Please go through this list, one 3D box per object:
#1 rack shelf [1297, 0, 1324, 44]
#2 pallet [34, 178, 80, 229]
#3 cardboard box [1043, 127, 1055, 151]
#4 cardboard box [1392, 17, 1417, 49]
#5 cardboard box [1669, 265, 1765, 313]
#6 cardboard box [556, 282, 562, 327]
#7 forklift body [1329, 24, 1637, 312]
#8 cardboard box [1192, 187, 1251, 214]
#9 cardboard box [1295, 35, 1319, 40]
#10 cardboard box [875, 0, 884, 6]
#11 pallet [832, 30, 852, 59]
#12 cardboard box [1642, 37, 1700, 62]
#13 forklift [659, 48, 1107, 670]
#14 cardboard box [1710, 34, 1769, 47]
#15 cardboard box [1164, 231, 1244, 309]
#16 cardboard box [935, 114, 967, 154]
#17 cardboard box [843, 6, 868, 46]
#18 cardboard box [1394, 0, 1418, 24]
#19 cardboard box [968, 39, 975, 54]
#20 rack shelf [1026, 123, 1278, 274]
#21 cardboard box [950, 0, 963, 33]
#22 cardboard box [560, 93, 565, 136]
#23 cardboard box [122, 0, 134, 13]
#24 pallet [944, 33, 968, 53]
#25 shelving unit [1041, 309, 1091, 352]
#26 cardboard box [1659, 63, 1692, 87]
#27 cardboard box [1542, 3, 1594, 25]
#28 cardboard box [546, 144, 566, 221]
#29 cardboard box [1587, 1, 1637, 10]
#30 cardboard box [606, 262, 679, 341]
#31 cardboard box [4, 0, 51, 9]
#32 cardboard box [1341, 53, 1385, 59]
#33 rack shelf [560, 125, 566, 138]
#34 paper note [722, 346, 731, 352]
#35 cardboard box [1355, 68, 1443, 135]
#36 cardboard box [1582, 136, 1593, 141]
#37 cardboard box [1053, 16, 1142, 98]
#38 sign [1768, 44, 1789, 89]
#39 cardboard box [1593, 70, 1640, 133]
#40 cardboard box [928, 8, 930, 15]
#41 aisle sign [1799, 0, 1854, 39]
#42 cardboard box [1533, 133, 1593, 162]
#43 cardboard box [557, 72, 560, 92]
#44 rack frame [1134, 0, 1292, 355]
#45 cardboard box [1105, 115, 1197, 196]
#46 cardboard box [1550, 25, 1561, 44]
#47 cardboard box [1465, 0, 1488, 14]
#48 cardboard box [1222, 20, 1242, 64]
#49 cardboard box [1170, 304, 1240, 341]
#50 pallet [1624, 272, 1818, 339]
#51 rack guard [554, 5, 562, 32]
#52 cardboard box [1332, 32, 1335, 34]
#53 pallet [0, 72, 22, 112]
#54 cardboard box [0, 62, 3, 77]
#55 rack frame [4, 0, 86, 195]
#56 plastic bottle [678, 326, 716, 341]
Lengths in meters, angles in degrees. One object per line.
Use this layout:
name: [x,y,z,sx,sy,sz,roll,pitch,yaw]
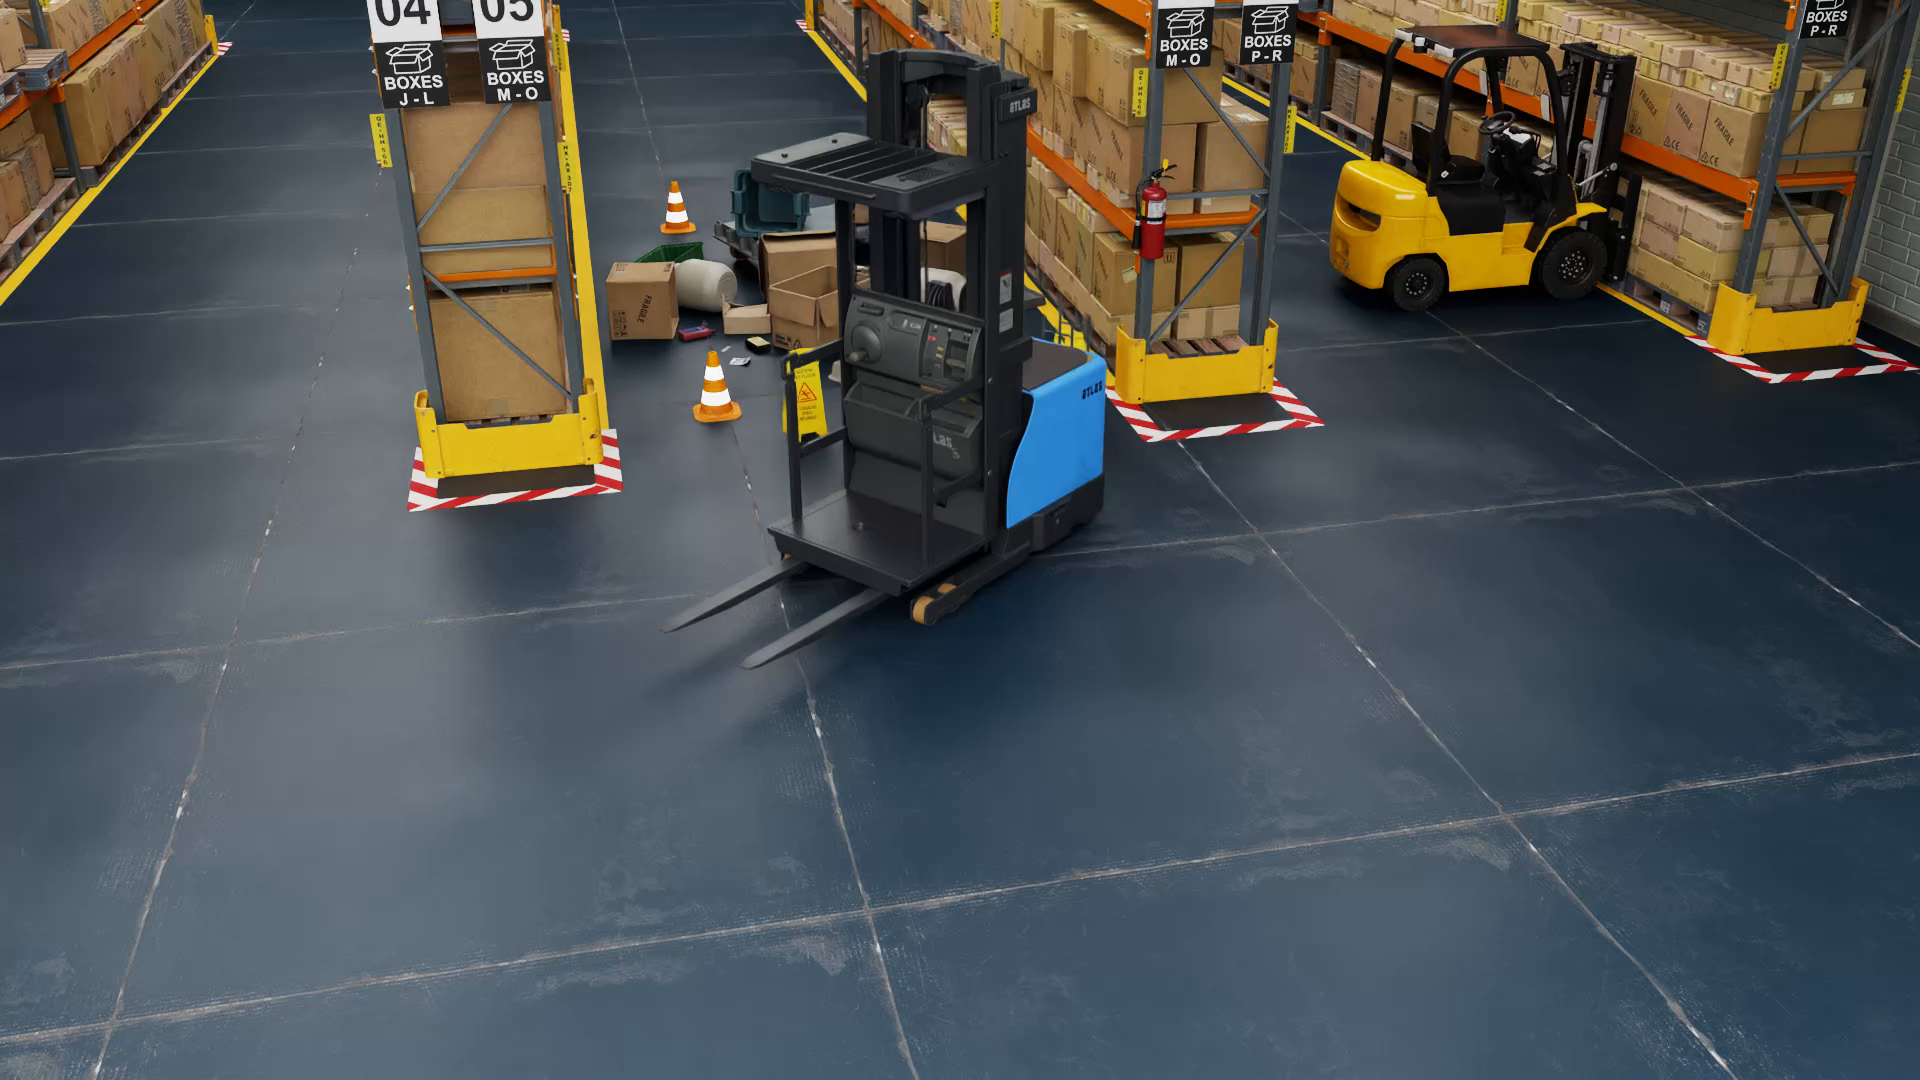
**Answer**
rack shelf: [4.353,-7.008,21.604,1.077,0.370,4.000,-6,27,-12]
pallet: [-9.512,-3.351,16.655,1.003,0.211,1.213,-6,27,-12]
cardboard box: [0.907,-3.344,13.825,0.380,0.149,0.250,-6,27,-11]
cardboard box: [5.012,-5.490,17.965,0.500,0.250,0.500,-5,27,-10]
cardboard box: [6.193,-2.073,13.615,0.500,0.250,0.500,-6,27,-11]
cardboard box: [-3.650,-2.203,13.178,0.875,0.875,0.875,-6,27,-11]
forklift body: [4.402,-3.208,14.218,2.313,2.155,1.214,-6,27,-12]
cardboard box: [1.896,-2.492,12.136,0.380,0.149,0.250,-6,27,-11]
cardboard box: [4.337,-6.240,20.873,0.380,0.149,0.250,-7,28,-13]
cardboard box: [-0.770,-6.741,20.442,0.500,0.250,0.500,-6,27,-12]
pallet: [-1.307,-7.335,24.548,1.003,0.211,1.213,-6,27,-12]
cardboard box: [5.935,-4.092,13.868,0.380,0.149,0.250,-5,27,-11]
forklift: [-0.401,-1.080,9.136,1.130,2.935,3.031,20,33,34]
cardboard box: [6.551,-4.157,13.996,0.380,0.149,0.250,-7,28,-13]
cardboard box: [1.853,-2.121,12.876,0.500,0.500,0.500,-7,28,-13]
cardboard box: [0.260,-4.388,18.065,0.950,0.372,0.625,-6,27,-13]
cardboard box: [-1.173,-7.425,24.009,0.875,0.438,0.875,-7,28,-13]
cardboard box: [5.017,-5.715,17.855,0.500,0.250,0.500,-6,27,-11]
cardboard box: [0.289,-4.801,16.246,0.380,0.149,0.250,-6,27,-11]
rack shelf: [1.320,-2.990,13.644,1.077,0.370,4.000,-6,27,-12]
cardboard box: [0.200,-5.409,16.730,0.500,0.500,0.500,-7,28,-14]
cardboard box: [-4.743,-4.807,18.752,0.500,0.500,0.500,-7,28,-14]
cardboard box: [-10.217,-6.562,19.812,0.500,0.500,0.500,-6,27,-11]
pallet: [0.454,-4.995,17.030,1.003,0.211,1.213,-6,27,-12]
shelving unit: [0.662,-0.854,10.611,0.258,1.200,0.189,20,33,34]
cardboard box: [6.019,-3.849,13.716,0.380,0.149,0.250,-7,28,-13]
cardboard box: [5.652,-4.888,15.445,0.380,0.149,0.250,-6,27,-11]
cardboard box: [-3.306,-2.610,11.925,0.875,0.550,0.550,-6,27,-12]
cardboard box: [6.087,-4.938,15.544,0.380,0.149,0.250,-7,28,-13]
cardboard box: [-2.581,-1.951,13.557,0.500,0.500,0.500,-1,27,-3]
cardboard box: [-9.836,-5.754,17.098,0.797,0.503,0.637,-5,27,-10]
cardboard box: [4.981,-5.736,20.594,0.500,0.500,0.500,-5,27,-10]
rack shelf: [-4.381,-4.199,16.040,1.077,0.370,4.000,-6,27,-12]
paper note: [-1.865,-1.525,13.260,0.032,0.001,0.123,8,28,15]
cardboard box: [5.086,-5.017,19.031,0.875,0.625,0.625,-5,27,-10]
cardboard box: [6.133,-3.684,15.696,0.500,0.250,0.500,-6,27,-12]
cardboard box: [1.121,-3.696,12.693,0.700,0.500,0.500,-6,27,-12]
sign: [6.074,-3.513,12.333,0.100,0.325,0.005,-6,27,-12]
cardboard box: [5.892,-3.847,14.431,0.500,0.500,0.500,-6,27,-11]
cardboard box: [-0.140,-5.859,18.343,0.380,0.149,0.250,-8,28,-15]
aisle sign: [6.335,-4.041,12.042,0.394,0.787,0.004,-6,27,-12]
cardboard box: [5.614,-3.632,15.593,0.500,0.250,0.500,-6,27,-12]
cardboard box: [-4.011,-4.387,15.501,0.500,0.500,0.500,-6,27,-12]
rack frame: [1.771,-2.434,11.743,1.000,3.000,0.127,-6,27,-12]
cardboard box: [1.380,-2.821,12.070,0.500,0.500,0.500,-6,27,-13]
cardboard box: [5.666,-4.638,15.279,0.380,0.149,0.250,-6,27,-12]
cardboard box: [5.332,-5.381,16.751,0.380,0.149,0.250,-6,27,-12]
cardboard box: [3.921,-6.811,22.723,0.500,0.500,0.500,-6,27,-12]
cardboard box: [1.859,-1.776,13.025,0.500,0.250,0.500,-6,27,-12]
pallet: [6.393,-2.026,14.029,1.003,0.211,1.213,-6,27,-12]
rack guard: [-6.617,-7.761,25.072,1.175,0.500,0.348,-6,27,-12]
cardboard box: [4.851,-6.422,21.233,0.380,0.149,0.250,-7,28,-14]
pallet: [-9.201,-3.989,15.037,1.003,0.211,1.213,-6,27,-12]
cardboard box: [-9.048,-4.362,15.247,0.396,0.266,0.258,-7,28,-13]
rack frame: [-9.687,-4.939,16.707,1.000,3.000,0.127,-6,27,-12]
plastic bottle: [-2.138,-1.685,13.520,0.283,0.061,0.133,-16,31,-29]
